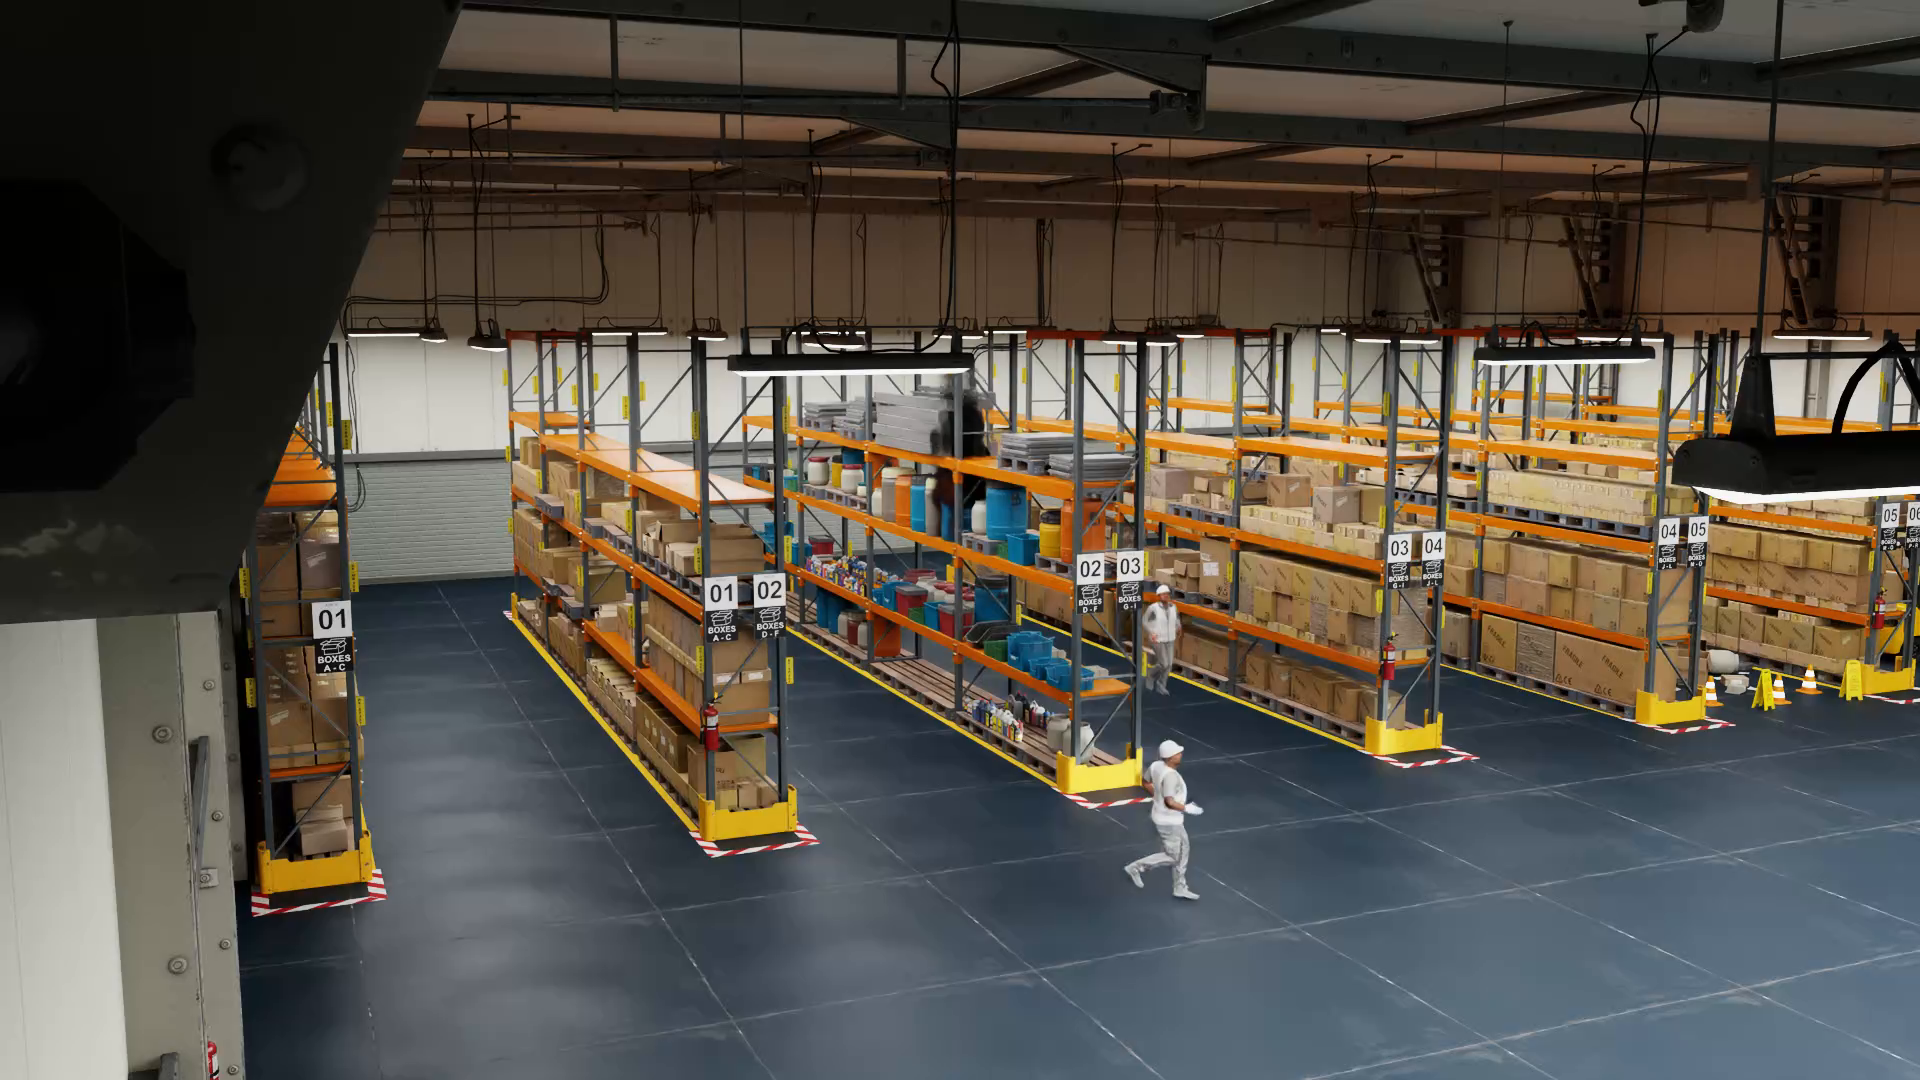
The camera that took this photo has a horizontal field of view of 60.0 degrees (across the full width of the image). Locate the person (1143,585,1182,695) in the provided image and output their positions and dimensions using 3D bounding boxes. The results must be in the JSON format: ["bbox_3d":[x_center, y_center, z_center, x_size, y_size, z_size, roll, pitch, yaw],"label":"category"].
[{"bbox_3d":[3.251,1.586,26.484,0.656,1.753,0.575,-4,9,-25],"label":"person"}]

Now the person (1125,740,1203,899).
[{"bbox_3d":[2.196,3.042,17.996,0.851,1.783,0.674,-1,8,-5],"label":"person"}]
